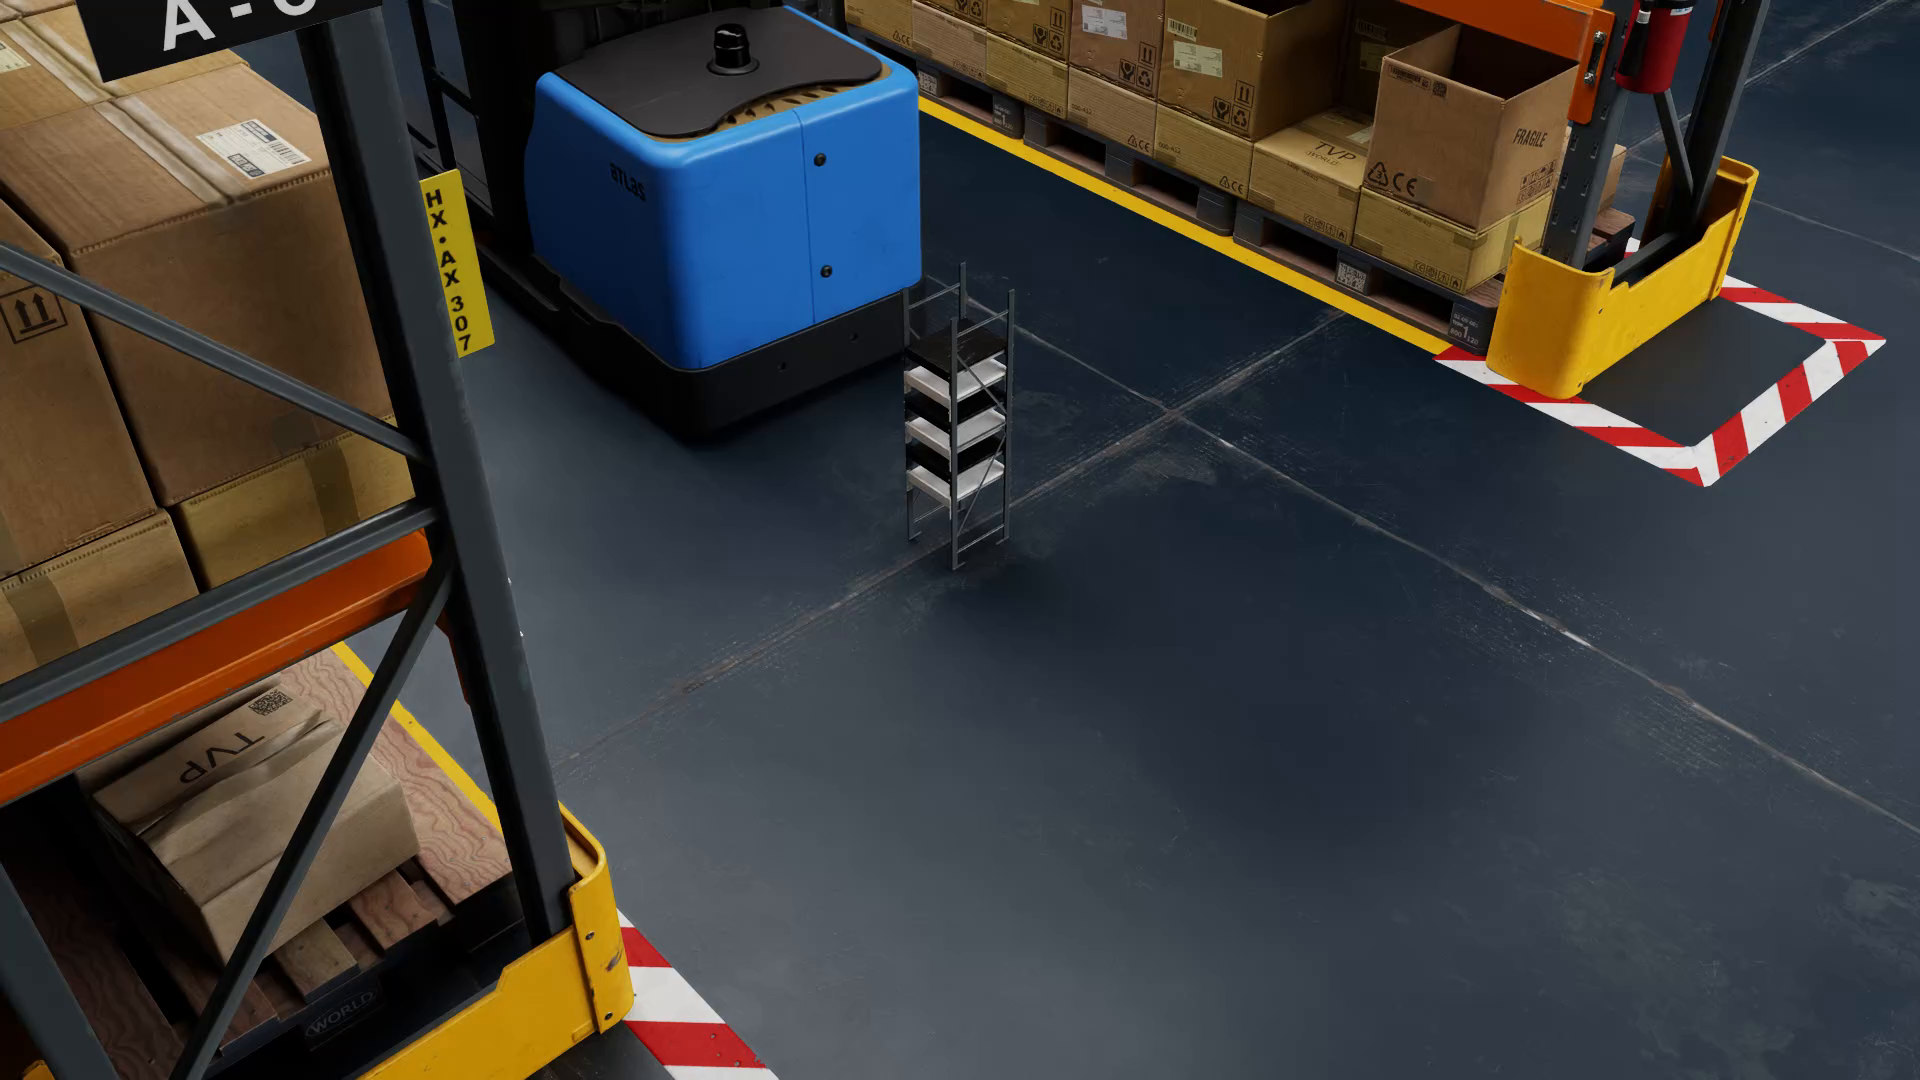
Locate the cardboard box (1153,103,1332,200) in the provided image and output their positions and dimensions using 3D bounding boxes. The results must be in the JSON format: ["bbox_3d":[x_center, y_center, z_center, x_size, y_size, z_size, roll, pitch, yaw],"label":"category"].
[{"bbox_3d":[1.145,-1.656,6.768,0.500,0.250,0.500,-30,48,-32],"label":"cardboard box"}]

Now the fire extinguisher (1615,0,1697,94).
[{"bbox_3d":[2.149,-1.701,5.030,0.296,0.674,0.183,-30,48,-32],"label":"fire extinguisher"}]

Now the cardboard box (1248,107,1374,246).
[{"bbox_3d":[1.484,-1.426,6.482,0.500,0.250,0.500,-30,48,-32],"label":"cardboard box"}]

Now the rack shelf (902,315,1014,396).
[{"bbox_3d":[-0.005,-0.538,4.823,0.258,0.077,0.200,-30,48,-32],"label":"rack shelf"}]

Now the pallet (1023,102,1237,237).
[{"bbox_3d":[1.043,-1.799,7.309,1.003,0.211,1.213,-30,48,-32],"label":"pallet"}]

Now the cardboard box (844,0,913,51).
[{"bbox_3d":[-0.203,-2.585,7.917,0.500,0.250,0.500,-30,48,-32],"label":"cardboard box"}]

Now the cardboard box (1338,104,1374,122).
[{"bbox_3d":[1.872,-1.649,6.759,0.500,0.250,0.500,-30,48,-32],"label":"cardboard box"}]

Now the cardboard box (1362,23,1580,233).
[{"bbox_3d":[1.830,-1.490,5.965,0.500,0.500,0.500,-30,48,-32],"label":"cardboard box"}]

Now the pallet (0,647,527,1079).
[{"bbox_3d":[-1.809,0.782,4.113,1.003,0.211,1.213,-30,48,-32],"label":"pallet"}]

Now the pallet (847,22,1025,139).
[{"bbox_3d":[0.213,-2.364,8.009,1.003,0.211,1.213,-30,48,-32],"label":"pallet"}]

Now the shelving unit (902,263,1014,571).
[{"bbox_3d":[-0.005,-0.354,4.972,0.258,0.900,0.210,-30,48,-32],"label":"shelving unit"}]

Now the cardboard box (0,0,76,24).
[{"bbox_3d":[-2.008,-0.941,3.534,0.500,0.500,0.500,-32,49,-33],"label":"cardboard box"}]

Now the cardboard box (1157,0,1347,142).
[{"bbox_3d":[1.143,-1.947,6.531,0.500,0.500,0.500,-30,48,-32],"label":"cardboard box"}]

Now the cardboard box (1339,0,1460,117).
[{"bbox_3d":[1.873,-1.942,6.524,0.500,0.500,0.500,-30,48,-32],"label":"cardboard box"}]

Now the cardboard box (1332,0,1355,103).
[{"bbox_3d":[1.526,-2.168,6.804,0.500,0.500,0.500,-30,48,-32],"label":"cardboard box"}]

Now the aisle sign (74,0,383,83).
[{"bbox_3d":[-0.965,-0.982,2.009,0.394,0.787,0.004,-30,48,-32],"label":"aisle sign"}]

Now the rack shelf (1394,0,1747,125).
[{"bbox_3d":[1.059,-2.629,6.690,1.077,0.370,4.000,-30,48,-32],"label":"rack shelf"}]

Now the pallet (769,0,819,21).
[{"bbox_3d":[-0.821,-3.074,8.888,1.003,0.211,1.213,-30,48,-32],"label":"pallet"}]

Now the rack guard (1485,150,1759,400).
[{"bbox_3d":[2.428,-1.000,6.090,1.175,0.500,0.348,-30,48,-32],"label":"rack guard"}]

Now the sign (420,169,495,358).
[{"bbox_3d":[-0.835,-0.444,2.723,0.100,0.325,0.005,-30,48,-32],"label":"sign"}]

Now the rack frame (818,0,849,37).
[{"bbox_3d":[-0.294,-3.834,7.610,1.000,3.000,0.127,-30,48,-32],"label":"rack frame"}]

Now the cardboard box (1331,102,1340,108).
[{"bbox_3d":[1.534,-1.881,7.046,0.500,0.250,0.500,-30,48,-32],"label":"cardboard box"}]

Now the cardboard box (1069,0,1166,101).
[{"bbox_3d":[0.805,-2.179,6.818,0.500,0.500,0.500,-30,48,-32],"label":"cardboard box"}]

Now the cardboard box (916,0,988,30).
[{"bbox_3d":[0.133,-2.644,7.394,0.500,0.500,0.500,-30,48,-32],"label":"cardboard box"}]

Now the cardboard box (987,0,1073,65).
[{"bbox_3d":[0.466,-2.409,7.103,0.500,0.500,0.500,-30,48,-32],"label":"cardboard box"}]

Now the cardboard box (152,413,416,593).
[{"bbox_3d":[-1.331,-0.187,3.197,0.500,0.250,0.500,-31,48,-33],"label":"cardboard box"}]

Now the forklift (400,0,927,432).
[{"bbox_3d":[-1.431,-2.369,5.850,1.130,2.935,3.031,-27,46,-29],"label":"forklift"}]

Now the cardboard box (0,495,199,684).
[{"bbox_3d":[-1.694,0.040,2.916,0.500,0.250,0.500,-29,47,-31],"label":"cardboard box"}]

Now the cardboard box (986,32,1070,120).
[{"bbox_3d":[0.465,-2.117,7.339,0.500,0.250,0.500,-30,48,-32],"label":"cardboard box"}]

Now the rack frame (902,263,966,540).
[{"bbox_3d":[-0.074,-0.401,5.030,0.240,0.900,0.006,-30,48,-32],"label":"rack frame"}]

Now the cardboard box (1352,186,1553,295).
[{"bbox_3d":[1.831,-1.200,6.202,0.500,0.250,0.500,-30,48,-32],"label":"cardboard box"}]

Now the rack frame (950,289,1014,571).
[{"bbox_3d":[0.063,-0.307,4.914,0.240,0.900,0.006,-30,48,-32],"label":"rack frame"}]

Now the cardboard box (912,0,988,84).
[{"bbox_3d":[0.131,-2.351,7.628,0.500,0.250,0.500,-30,48,-32],"label":"cardboard box"}]

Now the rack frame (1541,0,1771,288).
[{"bbox_3d":[2.412,-1.983,5.318,1.000,3.000,0.127,-30,48,-32],"label":"rack frame"}]

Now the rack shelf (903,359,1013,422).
[{"bbox_3d":[-0.005,-0.468,4.880,0.258,0.077,0.200,-30,48,-32],"label":"rack shelf"}]

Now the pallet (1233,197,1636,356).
[{"bbox_3d":[1.864,-1.235,6.610,1.003,0.211,1.213,-30,48,-32],"label":"pallet"}]

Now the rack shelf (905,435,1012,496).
[{"bbox_3d":[-0.005,-0.258,5.049,0.258,0.077,0.200,-30,48,-32],"label":"rack shelf"}]

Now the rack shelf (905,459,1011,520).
[{"bbox_3d":[-0.005,-0.188,5.106,0.258,0.077,0.200,-30,48,-32],"label":"rack shelf"}]

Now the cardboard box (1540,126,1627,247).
[{"bbox_3d":[2.213,-1.420,6.475,0.500,0.250,0.500,-30,48,-32],"label":"cardboard box"}]

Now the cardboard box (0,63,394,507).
[{"bbox_3d":[-1.336,-0.466,2.947,0.500,0.500,0.500,-30,48,-32],"label":"cardboard box"}]

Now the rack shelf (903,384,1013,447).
[{"bbox_3d":[-0.005,-0.398,4.936,0.258,0.077,0.200,-30,48,-32],"label":"rack shelf"}]

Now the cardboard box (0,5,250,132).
[{"bbox_3d":[-1.663,-0.699,3.235,0.500,0.500,0.500,-30,48,-32],"label":"cardboard box"}]

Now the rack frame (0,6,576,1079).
[{"bbox_3d":[-1.235,0.124,2.710,1.000,3.000,0.127,-30,48,-32],"label":"rack frame"}]

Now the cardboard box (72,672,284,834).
[{"bbox_3d":[-2.022,0.376,4.187,0.500,0.311,0.500,-26,46,-28],"label":"cardboard box"}]

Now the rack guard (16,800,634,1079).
[{"bbox_3d":[-1.286,1.061,3.539,1.175,0.500,0.348,-30,48,-32],"label":"rack guard"}]

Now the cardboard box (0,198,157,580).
[{"bbox_3d":[-1.710,-0.245,2.673,0.500,0.500,0.500,-31,48,-32],"label":"cardboard box"}]

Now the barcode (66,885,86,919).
[{"bbox_3d":[-1.943,0.798,3.657,0.001,0.075,0.075,-30,48,-32],"label":"barcode"}]

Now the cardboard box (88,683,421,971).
[{"bbox_3d":[-1.636,0.640,3.860,0.500,0.311,0.500,29,47,31],"label":"cardboard box"}]

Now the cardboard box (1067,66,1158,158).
[{"bbox_3d":[0.808,-1.889,7.055,0.500,0.250,0.500,-30,48,-32],"label":"cardboard box"}]

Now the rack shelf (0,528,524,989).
[{"bbox_3d":[-2.587,-0.522,4.082,1.077,0.370,4.000,-30,48,-32],"label":"rack shelf"}]

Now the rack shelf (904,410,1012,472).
[{"bbox_3d":[-0.005,-0.328,4.993,0.258,0.077,0.200,-30,48,-32],"label":"rack shelf"}]
